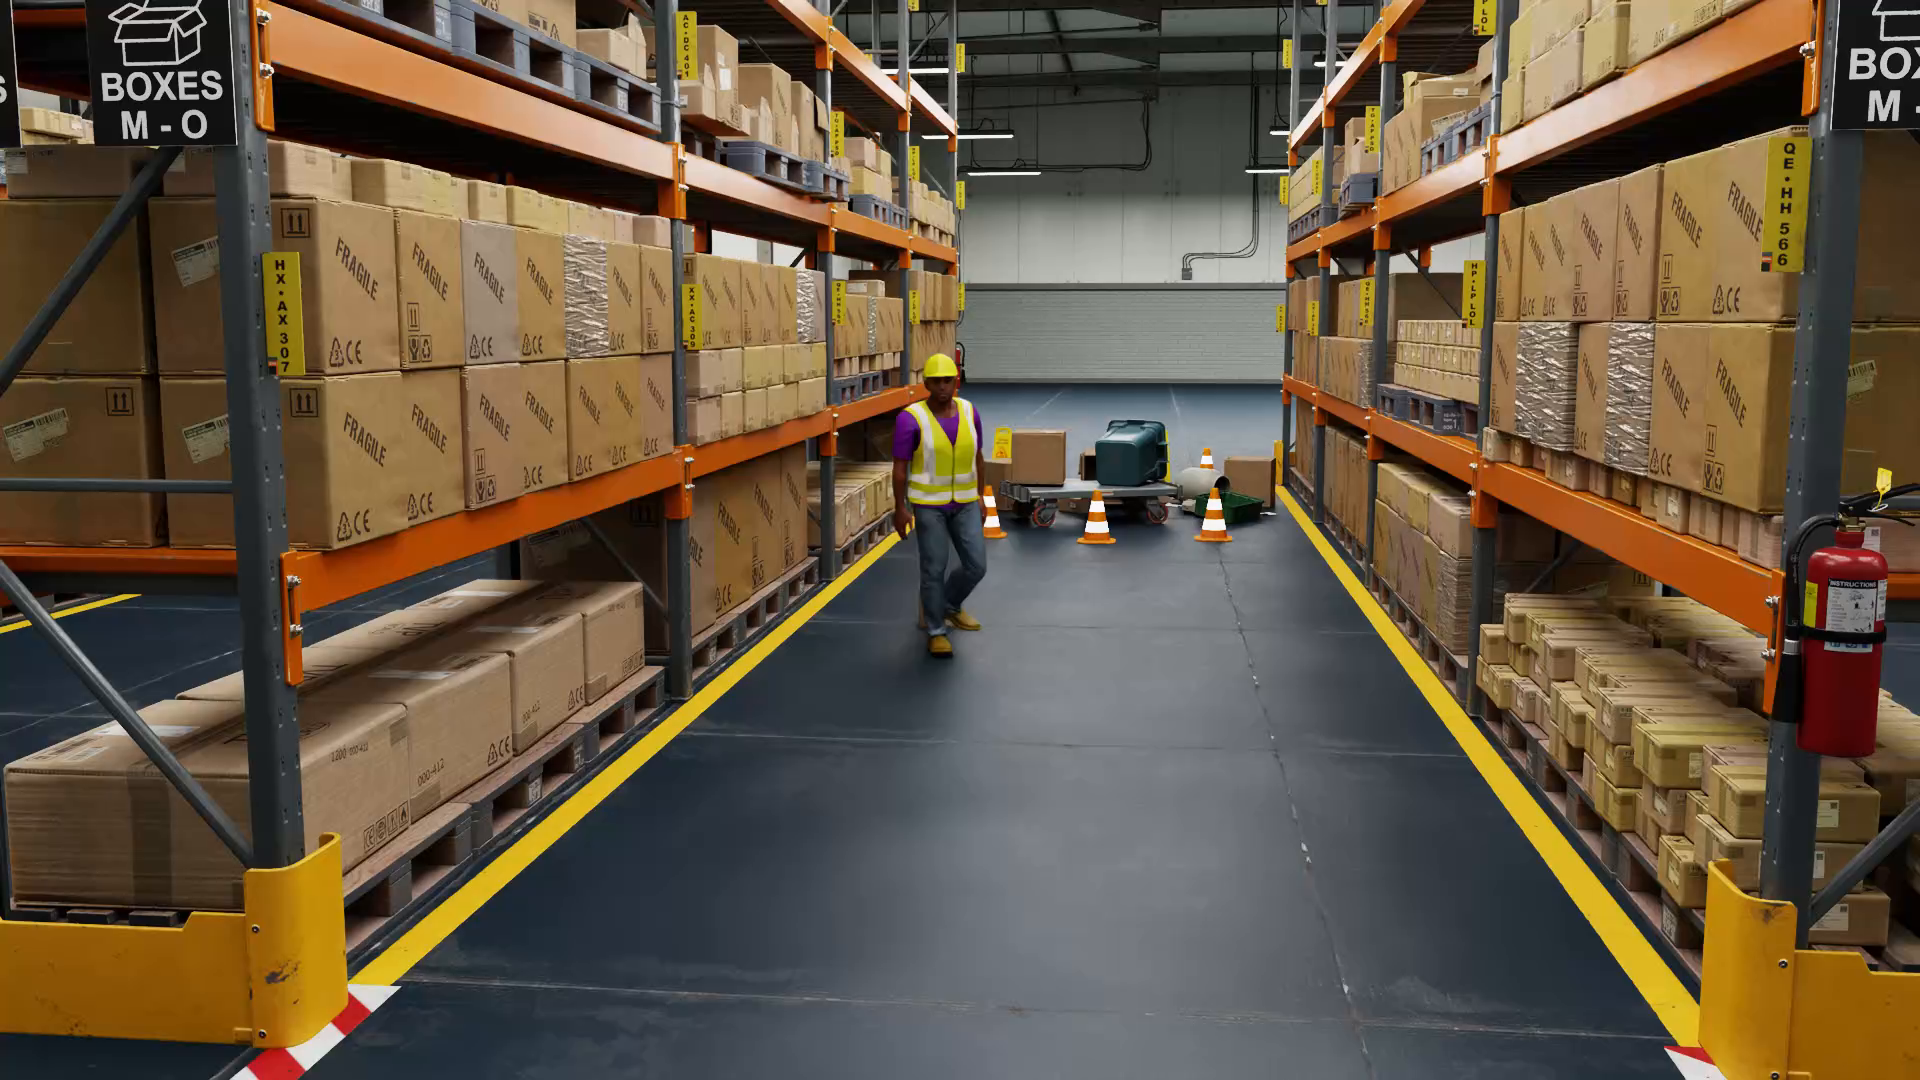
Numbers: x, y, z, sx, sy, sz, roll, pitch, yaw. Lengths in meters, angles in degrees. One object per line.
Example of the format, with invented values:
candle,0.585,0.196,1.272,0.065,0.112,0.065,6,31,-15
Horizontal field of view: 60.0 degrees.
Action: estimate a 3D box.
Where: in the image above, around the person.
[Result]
person,-0.115,-0.212,9.765,0.615,1.759,0.558,-3,8,-22
